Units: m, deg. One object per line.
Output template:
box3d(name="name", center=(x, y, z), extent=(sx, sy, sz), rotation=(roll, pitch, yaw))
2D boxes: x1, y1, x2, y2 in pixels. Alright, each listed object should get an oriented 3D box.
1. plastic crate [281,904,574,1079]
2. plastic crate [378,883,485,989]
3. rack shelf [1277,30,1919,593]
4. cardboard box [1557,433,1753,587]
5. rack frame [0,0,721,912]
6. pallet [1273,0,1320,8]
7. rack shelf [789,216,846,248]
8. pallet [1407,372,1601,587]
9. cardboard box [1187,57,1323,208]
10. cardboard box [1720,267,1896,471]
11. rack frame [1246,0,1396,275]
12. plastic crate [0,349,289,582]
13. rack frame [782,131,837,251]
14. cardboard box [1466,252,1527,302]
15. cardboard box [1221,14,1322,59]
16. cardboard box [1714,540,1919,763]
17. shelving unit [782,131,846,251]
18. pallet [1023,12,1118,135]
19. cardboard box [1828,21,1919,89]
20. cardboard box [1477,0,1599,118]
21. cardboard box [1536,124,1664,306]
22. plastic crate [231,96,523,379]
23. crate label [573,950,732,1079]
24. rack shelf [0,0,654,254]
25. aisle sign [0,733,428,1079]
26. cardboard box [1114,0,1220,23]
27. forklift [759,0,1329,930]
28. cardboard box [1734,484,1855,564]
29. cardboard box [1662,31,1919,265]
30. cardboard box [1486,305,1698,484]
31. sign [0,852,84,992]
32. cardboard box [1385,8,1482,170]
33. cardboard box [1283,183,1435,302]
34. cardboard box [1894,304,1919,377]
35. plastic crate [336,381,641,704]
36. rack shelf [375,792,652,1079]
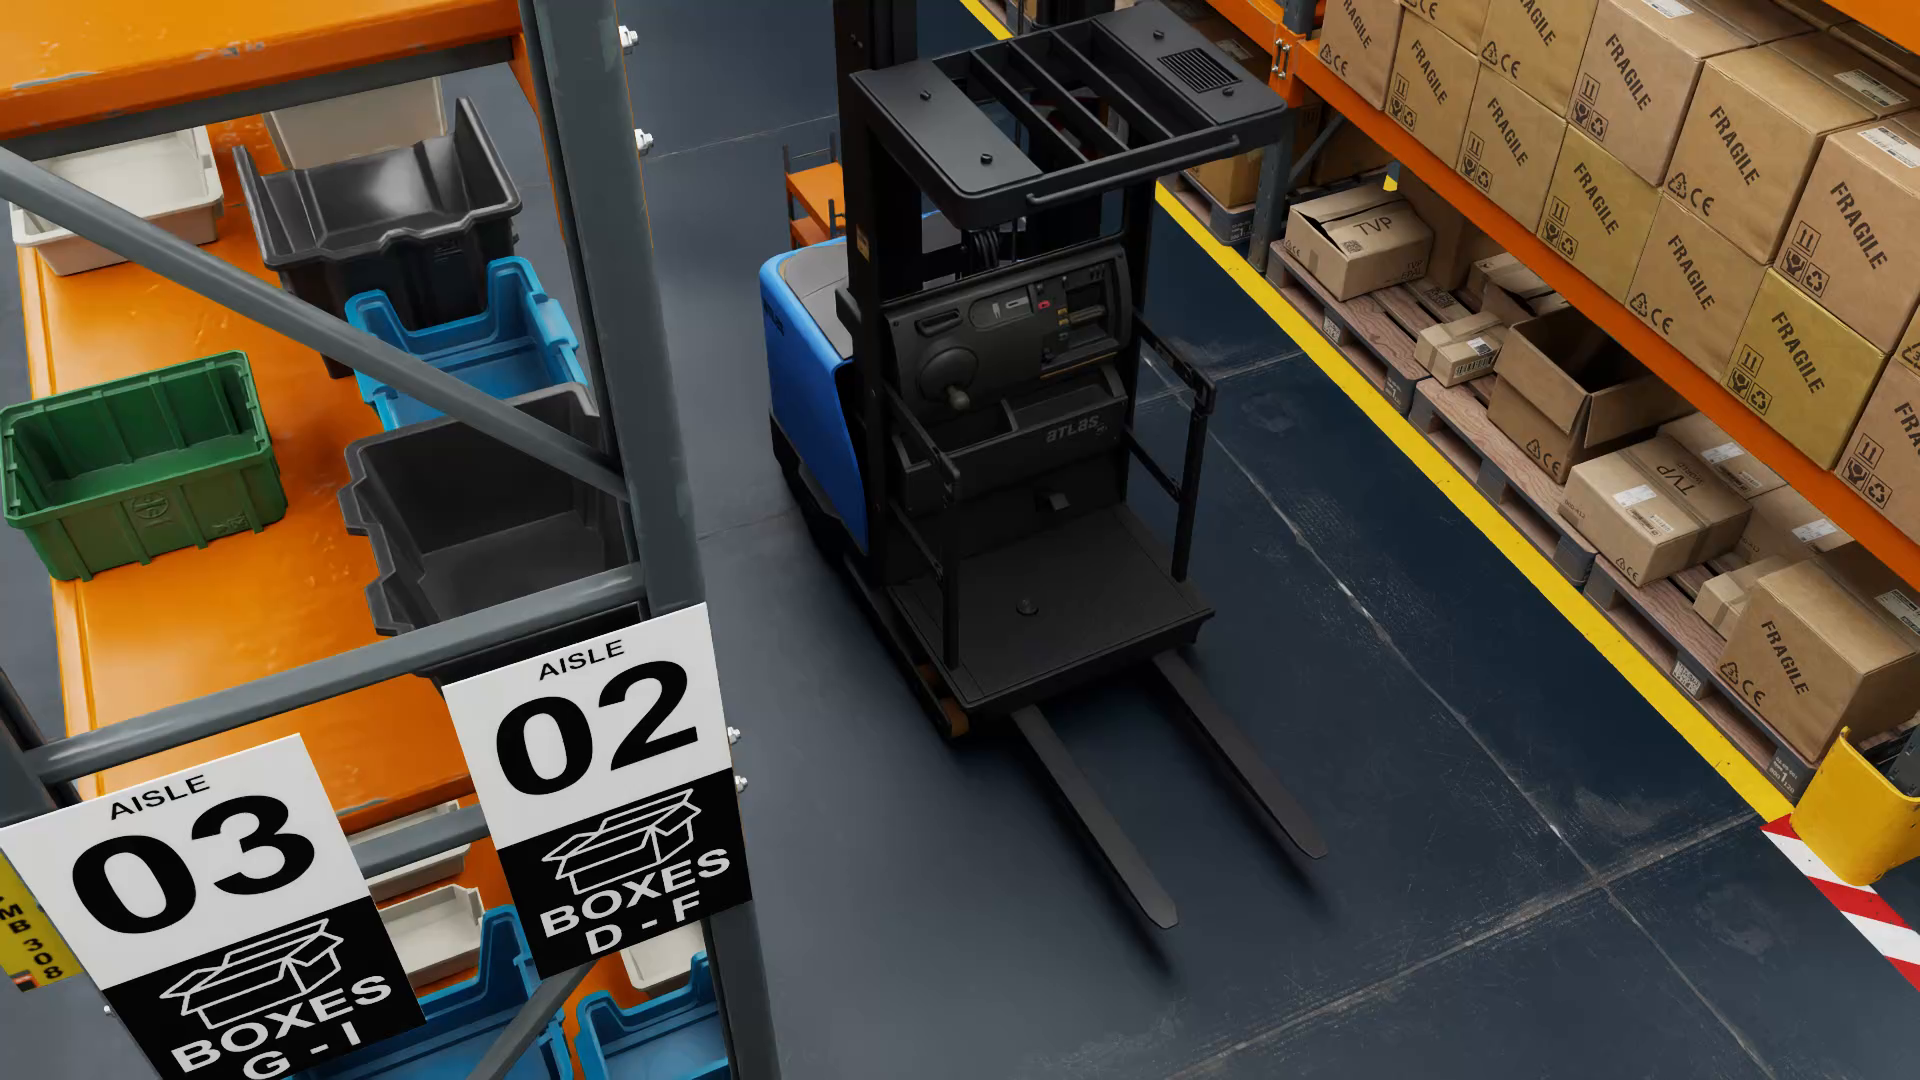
box3d(name="plastic crate", center=(-1.167, 1.207, 3.692), extent=(0.616, 0.435, 0.499), rotation=(-18, 47, -17))
box3d(name="plastic crate", center=(-1.364, 1.006, 4.109), extent=(0.396, 0.136, 0.243), rotation=(-18, 47, -17))
box3d(name="rack shelf", center=(2.798, -1.080, 6.590), extent=(1.077, 0.370, 4.000), rotation=(-18, 47, -17))
box3d(name="cardboard box", center=(2.815, -0.127, 6.756), extent=(0.500, 0.250, 0.500), rotation=(-18, 47, -17))
box3d(name="rack frame", center=(-0.857, -0.736, 1.458), extent=(1.000, 3.000, 0.127), rotation=(-18, 47, -17))
box3d(name="pallet", center=(1.720, -3.083, 8.245), extent=(1.003, 0.211, 1.213), rotation=(-18, 47, -17))
box3d(name="rack shelf", center=(-0.540, -1.264, 7.320), extent=(0.258, 0.148, 0.480), rotation=(-20, 47, -19))
box3d(name="pallet", center=(2.762, -0.401, 7.375), extent=(1.003, 0.211, 1.213), rotation=(-18, 47, -17))
box3d(name="cardboard box", center=(1.490, -2.107, 8.585), extent=(0.500, 0.500, 0.500), rotation=(-18, 47, -18))
box3d(name="cardboard box", center=(2.982, -0.631, 5.552), extent=(0.500, 0.500, 0.500), rotation=(-18, 47, -17))
box3d(name="rack frame", center=(1.957, -2.610, 7.629), extent=(1.000, 3.000, 0.127), rotation=(-18, 47, -17))
box3d(name="plastic crate", center=(-1.531, -0.137, 3.137), extent=(0.450, 0.188, 0.336), rotation=(-18, 47, -17))
box3d(name="rack frame", center=(-0.650, -1.303, 7.585), extent=(0.240, 1.200, 0.015), rotation=(-20, 47, -19))
box3d(name="cardboard box", center=(2.666, -1.251, 7.968), extent=(0.380, 0.149, 0.250), rotation=(-18, 47, -17))
box3d(name="cardboard box", center=(1.740, -2.594, 9.078), extent=(0.500, 0.500, 0.500), rotation=(-17, 47, -17))
box3d(name="cardboard box", center=(3.187, 0.398, 6.046), extent=(0.500, 0.500, 0.500), rotation=(-18, 47, -17))
box3d(name="shelving unit", center=(-0.539, -1.151, 7.429), extent=(0.258, 1.200, 0.503), rotation=(-20, 47, -19))
box3d(name="pallet", center=(1.064, -2.903, 9.911), extent=(1.003, 0.211, 1.213), rotation=(-18, 47, -17))
box3d(name="cardboard box", center=(3.259, -1.465, 5.684), extent=(0.500, 0.500, 0.500), rotation=(-17, 47, -17))
box3d(name="cardboard box", center=(2.333, -1.962, 6.189), extent=(0.500, 0.500, 0.500), rotation=(-19, 48, -19))
box3d(name="cardboard box", center=(2.566, -1.272, 6.201), extent=(0.500, 0.500, 0.500), rotation=(-19, 48, -18))
box3d(name="plastic crate", center=(-1.250, -0.701, 3.602), extent=(0.504, 0.338, 0.767), rotation=(-18, 47, -17))
box3d(name="crate label", center=(-0.662, 1.183, 3.861), extent=(0.416, 0.233, 0.303), rotation=(-18, 47, -17))
box3d(name="rack shelf", center=(-1.698, -1.612, 3.143), extent=(1.077, 0.370, 4.000), rotation=(-18, 47, -17))
box3d(name="aisle sign", center=(-1.092, 0.606, 2.518), extent=(0.394, 0.787, 0.004), rotation=(-18, 47, -17))
box3d(name="cardboard box", center=(1.079, -2.744, 9.231), extent=(0.500, 0.500, 0.500), rotation=(-17, 47, -17))
box3d(name="forklift", center=(0.286, -0.650, 5.690), extent=(1.130, 2.935, 3.031), rotation=(-20, 48, -19))
box3d(name="cardboard box", center=(3.457, 0.012, 6.615), extent=(0.500, 0.250, 0.500), rotation=(-18, 47, -17))
box3d(name="cardboard box", center=(2.767, -1.306, 5.524), extent=(0.500, 0.500, 0.500), rotation=(-17, 47, -16))
box3d(name="cardboard box", center=(2.752, -0.682, 7.139), extent=(0.797, 0.503, 0.637), rotation=(-18, 47, -17))
box3d(name="sign", center=(-1.349, 0.542, 2.373), extent=(0.100, 0.325, 0.005), rotation=(-18, 47, -17))
box3d(name="cardboard box", center=(2.142, -1.915, 6.853), extent=(0.500, 0.500, 0.500), rotation=(-17, 47, -17))
box3d(name="cardboard box", center=(1.937, -1.478, 8.083), extent=(0.500, 0.311, 0.500), rotation=(-18, 47, -17))
box3d(name="cardboard box", center=(3.202, -0.655, 4.864), extent=(0.500, 0.500, 0.500), rotation=(-18, 48, -18))
box3d(name="plastic crate", center=(-0.766, 0.050, 2.890), extent=(0.497, 0.269, 0.590), rotation=(-18, 47, -17))
box3d(name="rack shelf", center=(-1.698, 0.381, 5.109), extent=(1.077, 0.370, 4.000), rotation=(-18, 47, -17))
